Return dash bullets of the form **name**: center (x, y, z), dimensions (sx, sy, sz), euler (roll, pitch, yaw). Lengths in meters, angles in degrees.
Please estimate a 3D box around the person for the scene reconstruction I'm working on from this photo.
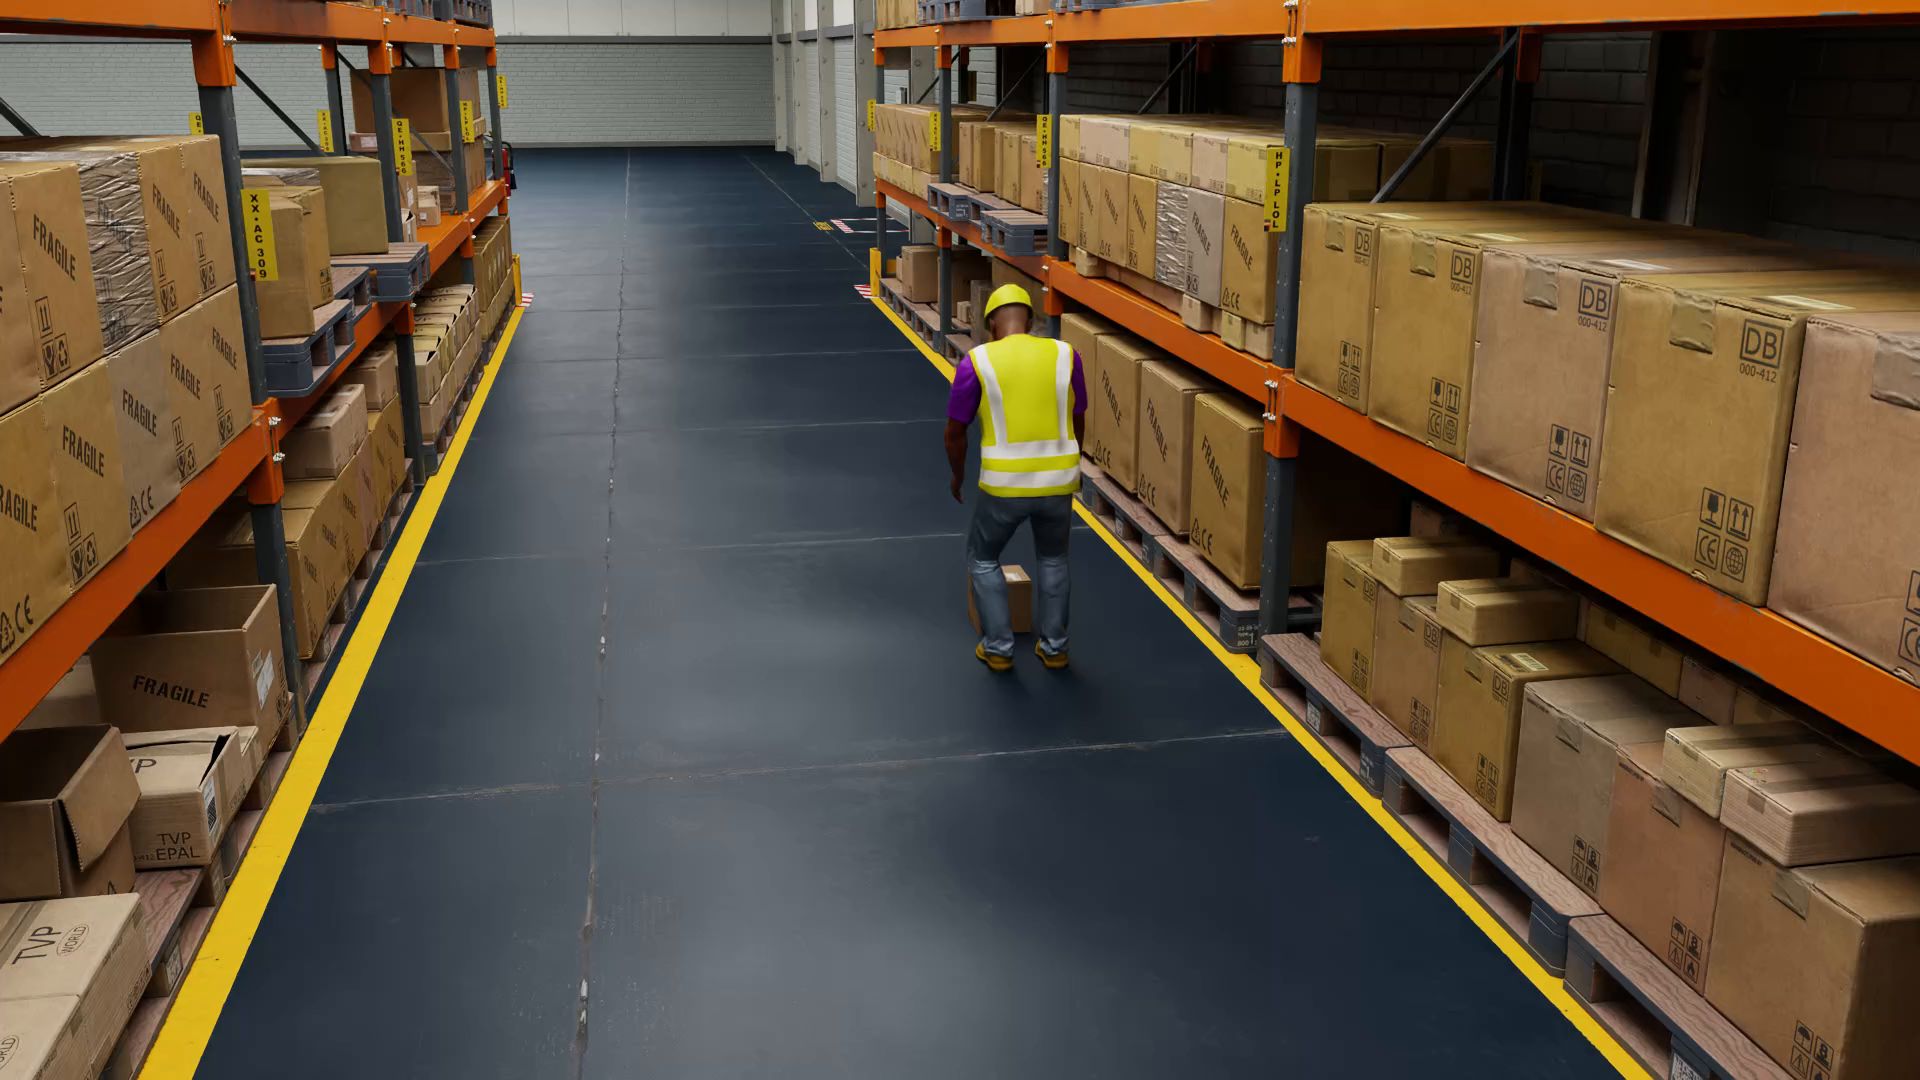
- **person**: center (0.239, -0.258, 7.120), dimensions (0.613, 1.633, 0.576), euler (-3, 16, -9)
